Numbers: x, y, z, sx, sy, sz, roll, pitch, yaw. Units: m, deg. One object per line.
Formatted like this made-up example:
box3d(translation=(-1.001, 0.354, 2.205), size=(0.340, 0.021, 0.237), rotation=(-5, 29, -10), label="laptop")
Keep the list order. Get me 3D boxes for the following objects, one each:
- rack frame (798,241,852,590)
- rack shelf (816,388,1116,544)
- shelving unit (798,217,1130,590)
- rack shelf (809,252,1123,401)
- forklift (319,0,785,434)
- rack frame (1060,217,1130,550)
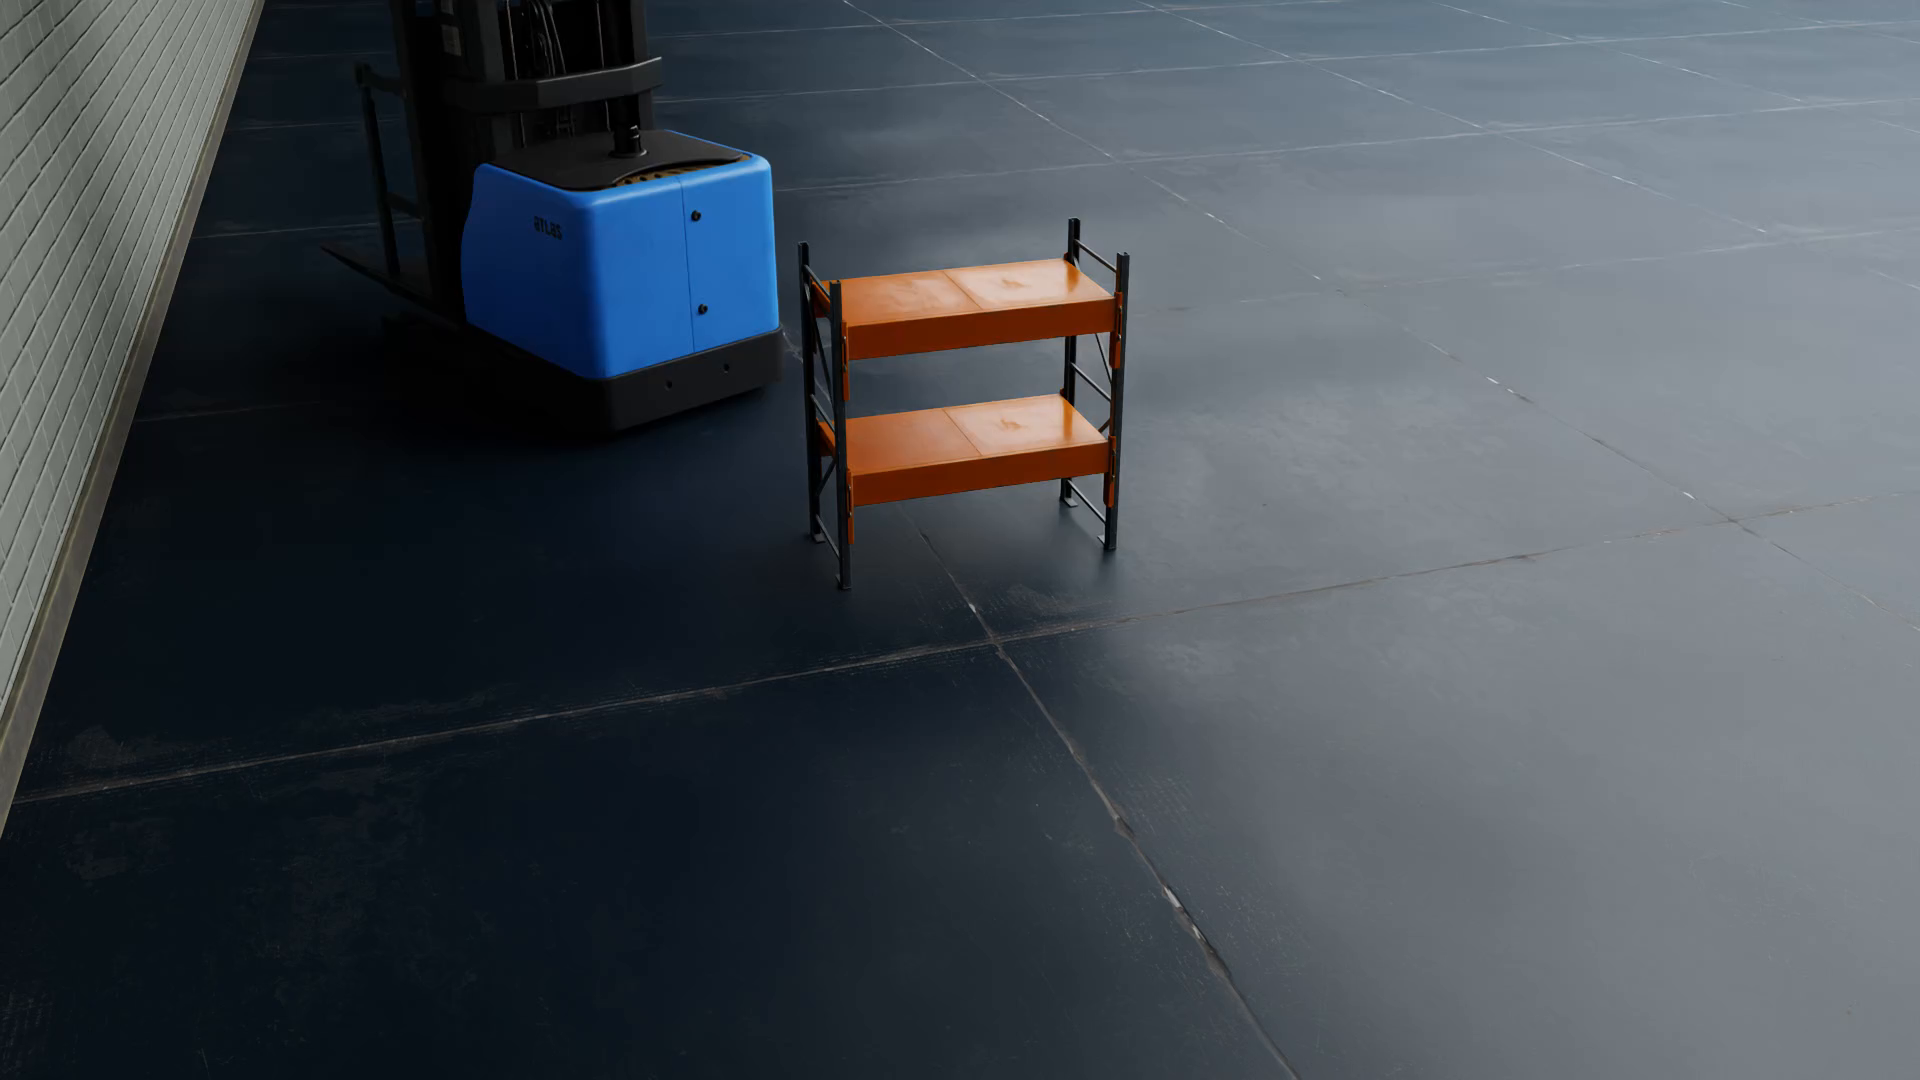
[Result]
box3d(translation=(-0.477, -0.435, 5.861), size=(0.032, 1.125, 0.500), rotation=(-8, 28, -16), label="rack frame")
box3d(translation=(0.006, -0.286, 6.110), size=(1.000, 0.278, 0.538), rotation=(-8, 28, -16), label="rack shelf")
box3d(translation=(0.006, -0.505, 6.002), size=(1.048, 1.125, 0.538), rotation=(-8, 28, -16), label="shelving unit")
box3d(translation=(0.006, -0.767, 5.872), size=(1.000, 0.278, 0.538), rotation=(-8, 28, -16), label="rack shelf")
box3d(translation=(-2.175, -2.324, 7.635), size=(1.130, 2.935, 3.031), rotation=(-23, 34, -38), label="forklift")
box3d(translation=(0.490, -0.575, 6.143), size=(0.032, 1.125, 0.500), rotation=(-8, 28, -16), label="rack frame")
